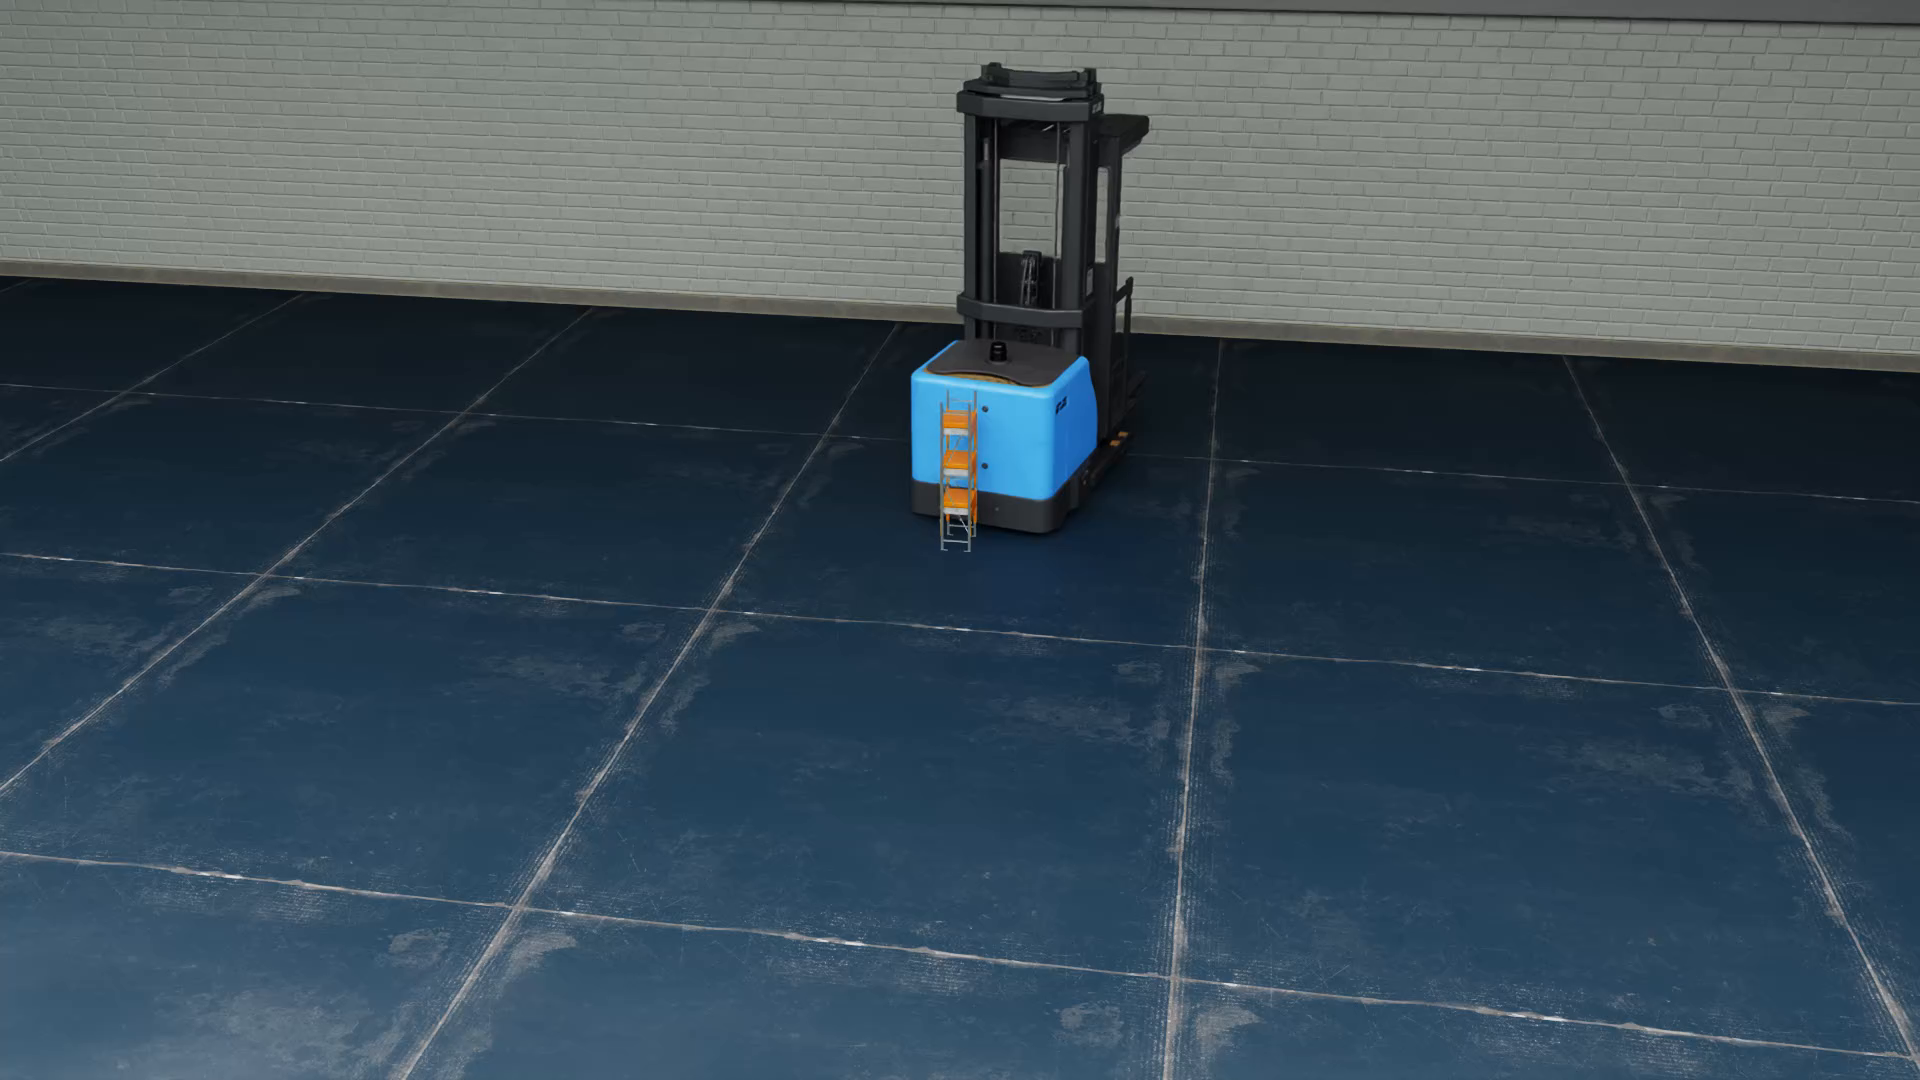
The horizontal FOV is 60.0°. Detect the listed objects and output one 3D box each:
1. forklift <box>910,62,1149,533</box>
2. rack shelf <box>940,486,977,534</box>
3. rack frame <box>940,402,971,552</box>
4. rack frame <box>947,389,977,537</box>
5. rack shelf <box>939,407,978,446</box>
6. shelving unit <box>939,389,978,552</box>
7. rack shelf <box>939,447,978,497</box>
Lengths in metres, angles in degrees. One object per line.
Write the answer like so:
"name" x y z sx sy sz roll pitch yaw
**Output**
"forklift" 0.676 -1.972 12.006 1.130 2.935 3.031 10 27 20
"rack shelf" -0.009 -0.192 11.102 0.215 0.259 0.240 4 25 9
"rack frame" -0.029 -0.402 10.871 0.200 1.050 0.008 4 25 9
"rack frame" 0.011 -0.504 11.089 0.200 1.050 0.008 4 25 9
"rack shelf" -0.009 -0.701 10.864 0.215 0.259 0.240 4 25 9
"shelving unit" -0.009 -0.453 10.980 0.215 1.050 0.252 4 25 9
"rack shelf" -0.009 -0.444 10.984 0.215 0.259 0.240 4 25 9
